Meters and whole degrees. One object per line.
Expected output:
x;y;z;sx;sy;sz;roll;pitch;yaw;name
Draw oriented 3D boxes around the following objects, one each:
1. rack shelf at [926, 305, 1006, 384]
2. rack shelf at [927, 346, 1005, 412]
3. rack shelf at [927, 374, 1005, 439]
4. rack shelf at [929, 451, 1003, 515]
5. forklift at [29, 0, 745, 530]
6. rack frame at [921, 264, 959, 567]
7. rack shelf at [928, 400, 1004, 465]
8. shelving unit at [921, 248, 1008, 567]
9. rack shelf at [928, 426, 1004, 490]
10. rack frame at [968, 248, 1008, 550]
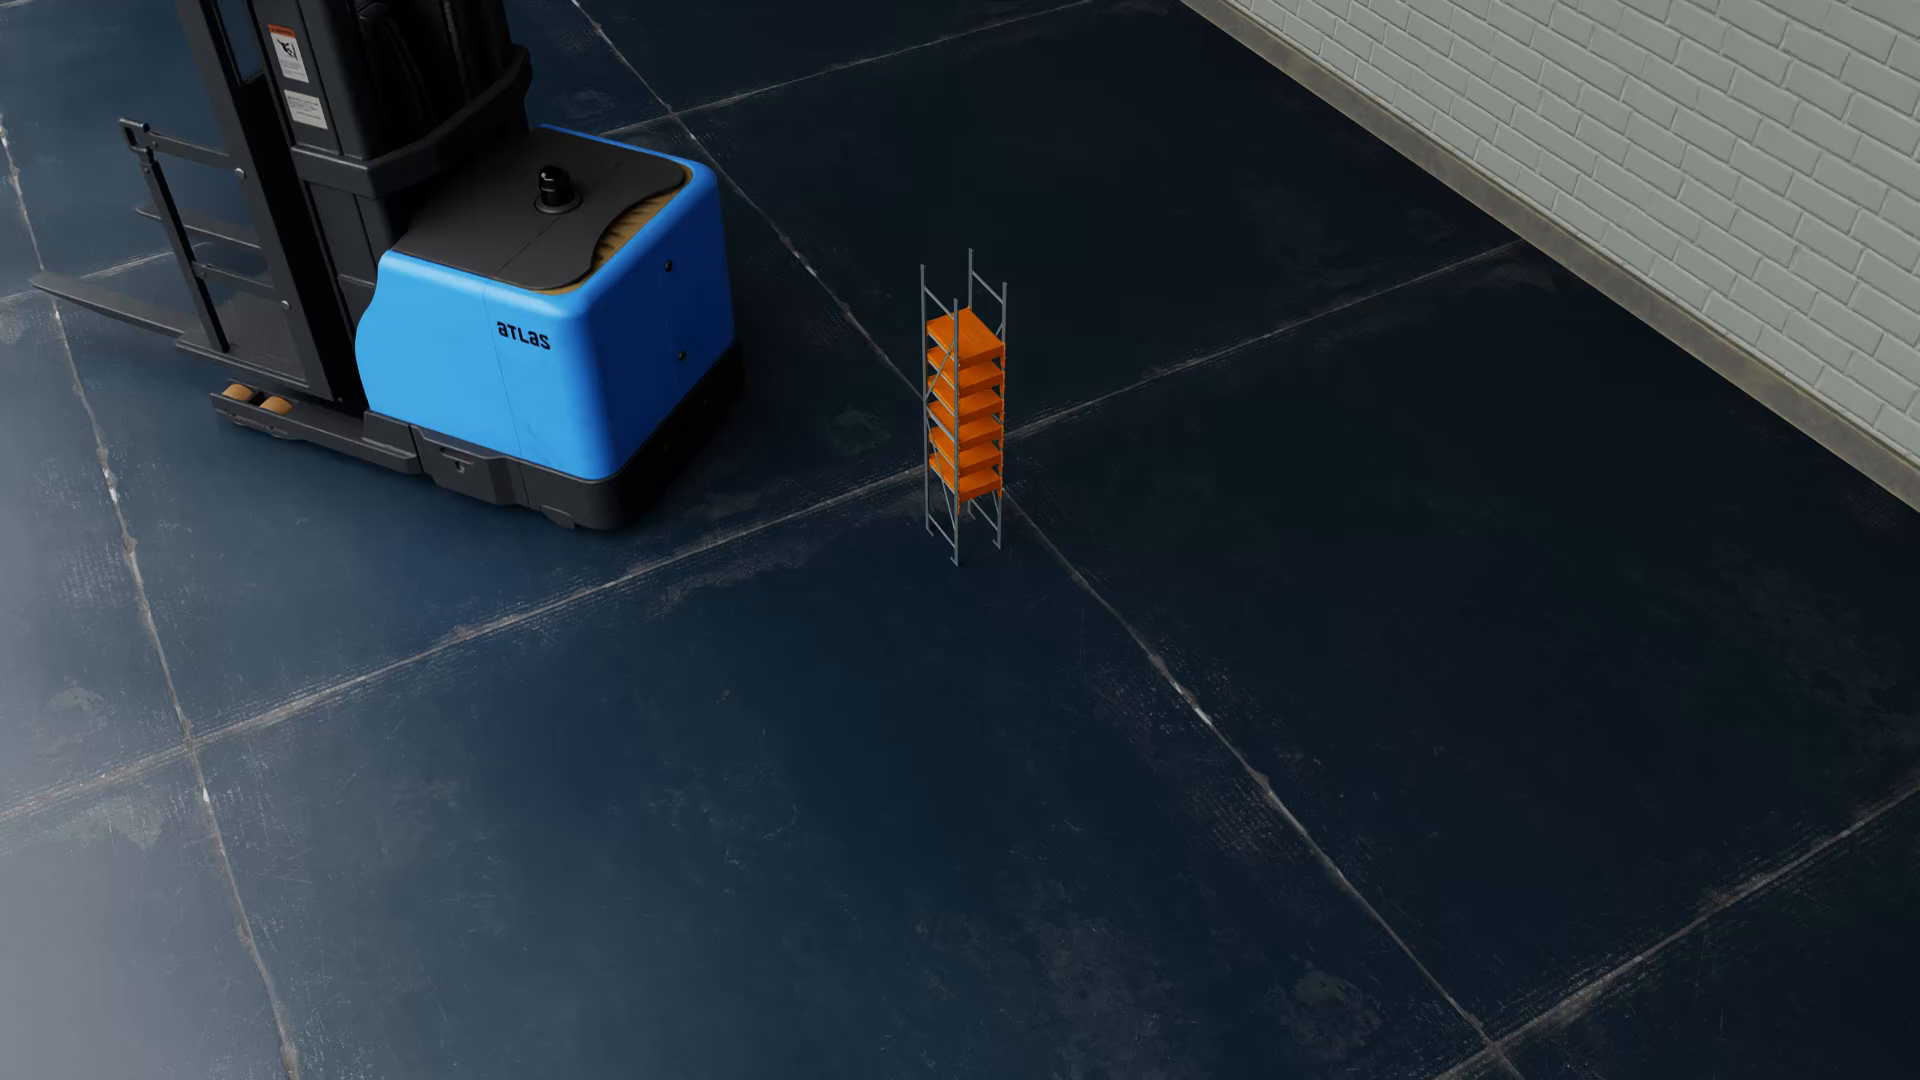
0.013;-0.662;5.618;0.180;0.103;0.258;-22;48;-21;rack shelf
0.013;-0.576;5.701;0.180;0.103;0.258;-22;48;-21;rack shelf
0.013;-0.490;5.785;0.180;0.103;0.258;-22;48;-21;rack shelf
0.013;-0.231;6.035;0.180;0.103;0.258;-22;48;-21;rack shelf
-2.443;-1.777;5.976;3.031;2.935;1.130;17;47;17;forklift
-0.067;-0.404;5.805;0.006;1.200;0.240;-22;48;-21;rack frame
0.013;-0.404;5.868;0.180;0.103;0.258;-22;48;-21;rack shelf
0.013;-0.436;5.837;0.189;1.200;0.258;-22;48;-21;shelving unit
0.013;-0.318;5.952;0.180;0.103;0.258;-22;48;-21;rack shelf
0.092;-0.467;5.870;0.006;1.200;0.240;-22;48;-21;rack frame
